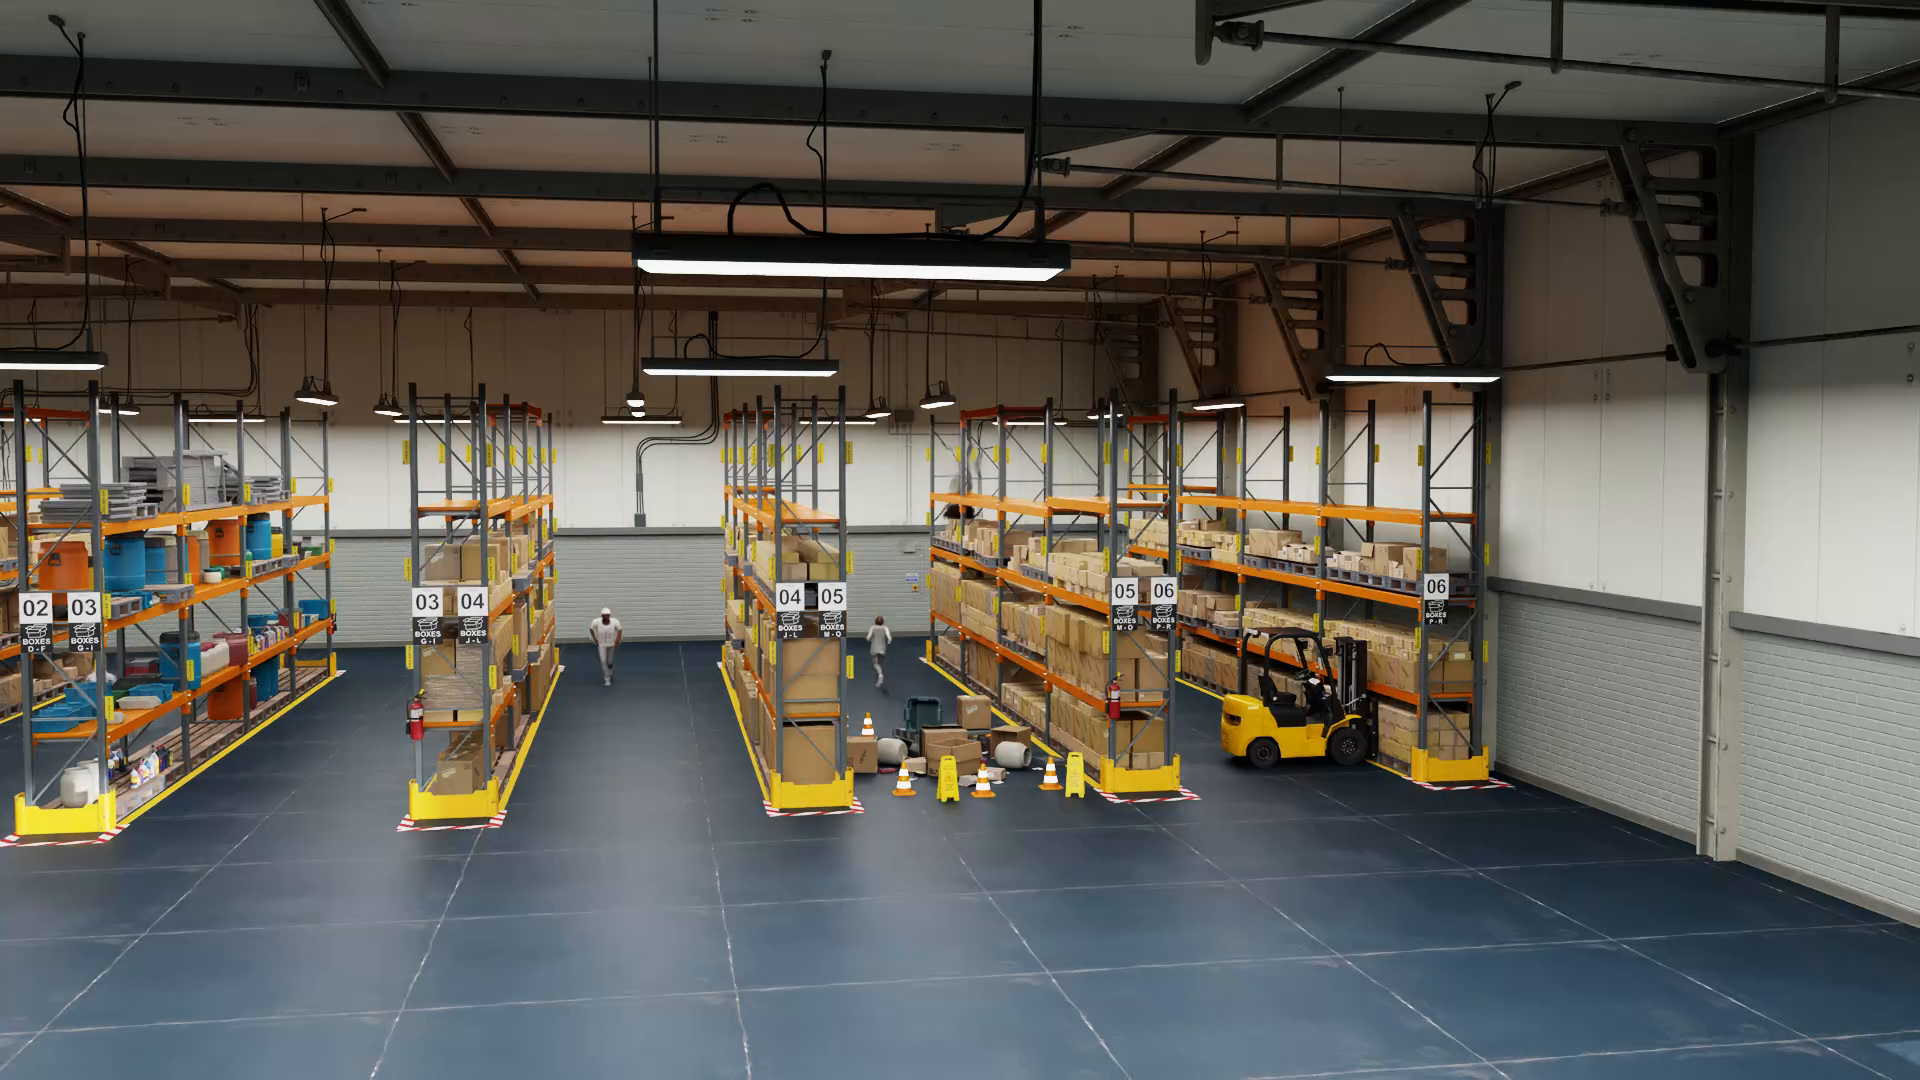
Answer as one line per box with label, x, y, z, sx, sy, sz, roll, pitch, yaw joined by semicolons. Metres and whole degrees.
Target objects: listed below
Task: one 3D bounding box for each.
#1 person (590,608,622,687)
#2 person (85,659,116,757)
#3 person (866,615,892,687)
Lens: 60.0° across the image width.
person;-7.754;2.314;36.461;0.686;1.710;0.931;0;3;-7
person;-14.366;2.772;27.815;0.563;1.632;0.697;-1;3;-11
person;-1.744;2.412;35.742;0.533;1.592;0.711;0;3;-8
